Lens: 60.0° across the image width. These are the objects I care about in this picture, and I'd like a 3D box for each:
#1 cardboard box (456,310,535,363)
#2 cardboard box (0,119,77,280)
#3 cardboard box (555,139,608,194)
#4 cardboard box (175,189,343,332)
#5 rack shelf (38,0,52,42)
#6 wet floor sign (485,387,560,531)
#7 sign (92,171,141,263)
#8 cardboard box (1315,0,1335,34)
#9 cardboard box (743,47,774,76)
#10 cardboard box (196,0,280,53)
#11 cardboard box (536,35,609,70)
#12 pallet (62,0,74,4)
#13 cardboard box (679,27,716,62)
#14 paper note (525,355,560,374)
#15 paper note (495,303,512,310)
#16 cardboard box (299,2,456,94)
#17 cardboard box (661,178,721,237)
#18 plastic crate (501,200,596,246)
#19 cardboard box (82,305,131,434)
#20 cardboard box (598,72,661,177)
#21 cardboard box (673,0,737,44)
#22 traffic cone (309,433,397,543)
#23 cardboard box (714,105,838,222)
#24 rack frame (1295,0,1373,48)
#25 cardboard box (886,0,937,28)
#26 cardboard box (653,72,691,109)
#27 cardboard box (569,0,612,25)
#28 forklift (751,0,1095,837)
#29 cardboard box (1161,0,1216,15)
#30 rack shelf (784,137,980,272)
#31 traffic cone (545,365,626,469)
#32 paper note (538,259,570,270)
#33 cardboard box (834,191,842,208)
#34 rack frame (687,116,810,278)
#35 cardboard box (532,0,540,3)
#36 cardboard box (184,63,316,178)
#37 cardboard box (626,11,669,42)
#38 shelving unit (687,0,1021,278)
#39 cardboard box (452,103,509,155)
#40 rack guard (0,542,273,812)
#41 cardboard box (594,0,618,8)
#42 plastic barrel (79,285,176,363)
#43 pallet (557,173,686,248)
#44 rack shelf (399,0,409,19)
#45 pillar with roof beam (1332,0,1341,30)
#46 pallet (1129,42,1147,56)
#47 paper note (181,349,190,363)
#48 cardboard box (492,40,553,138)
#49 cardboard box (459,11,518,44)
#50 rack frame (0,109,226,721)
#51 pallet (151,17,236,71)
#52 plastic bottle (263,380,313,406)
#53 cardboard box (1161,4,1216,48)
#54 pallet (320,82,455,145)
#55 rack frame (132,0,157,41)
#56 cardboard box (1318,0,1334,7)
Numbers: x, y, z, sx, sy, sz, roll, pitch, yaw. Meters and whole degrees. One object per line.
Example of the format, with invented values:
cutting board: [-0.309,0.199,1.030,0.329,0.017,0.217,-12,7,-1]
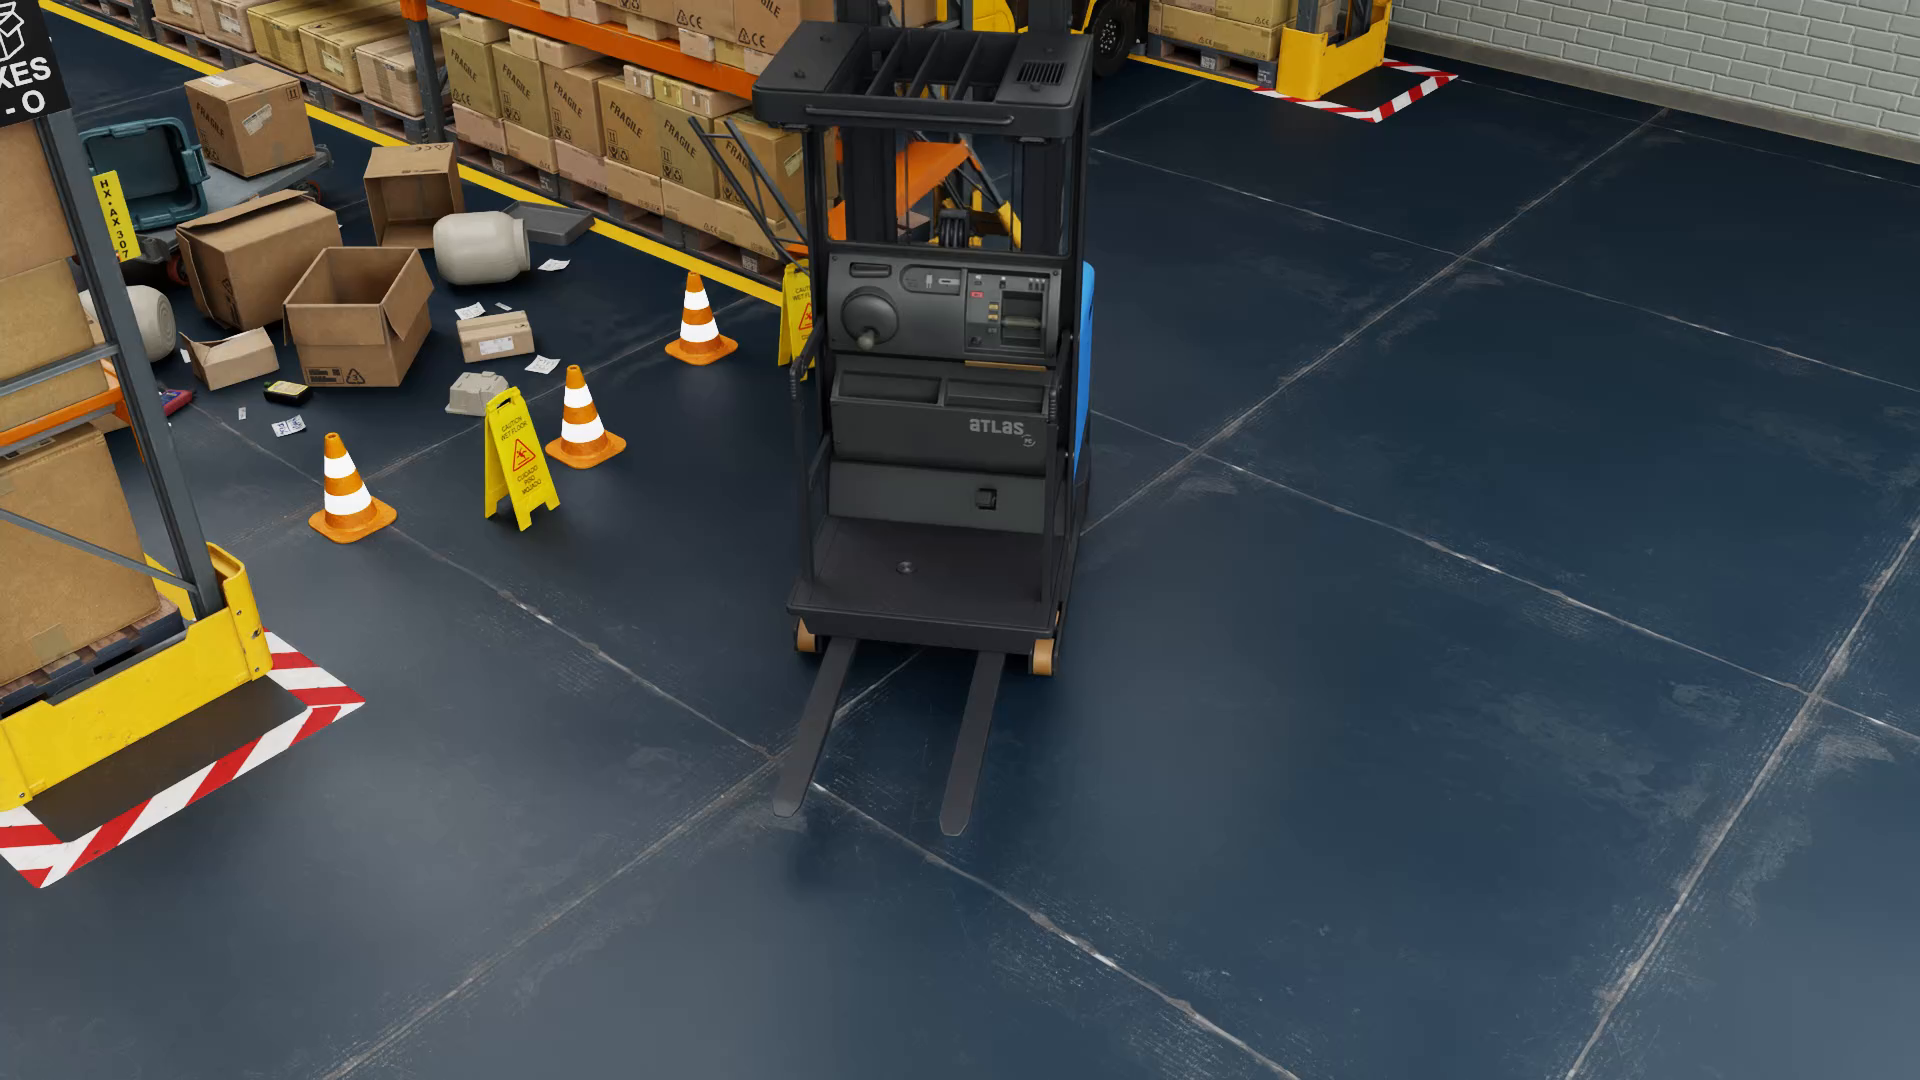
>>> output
cardboard box: [-2.590,-1.134,9.270,0.380,0.149,0.250,-12,36,-17]
cardboard box: [-3.640,-1.182,5.735,0.550,0.550,0.875,25,42,32]
cardboard box: [-2.257,-2.491,10.786,0.500,0.250,0.500,25,41,31]
cardboard box: [-3.984,-1.610,9.531,0.503,0.637,0.797,25,42,32]
rack shelf: [-4.917,-2.188,6.272,4.000,0.370,1.077,25,42,32]
wet floor sign: [-2.091,-0.404,7.768,0.232,0.644,0.267,18,38,24]
sign: [-3.020,-1.152,5.943,0.005,0.325,0.100,25,42,32]
cardboard box: [2.630,-4.177,13.241,0.500,0.250,0.500,25,42,32]
cardboard box: [-0.980,-2.696,9.248,0.250,0.149,0.380,25,42,31]
cardboard box: [-5.438,-4.228,13.208,0.625,0.372,0.950,24,41,31]
cardboard box: [-2.421,-3.094,10.429,0.250,0.149,0.380,28,43,34]
pallet: [-7.930,-5.222,15.168,1.213,0.211,1.003,25,42,32]
cardboard box: [-1.381,-2.878,9.513,0.250,0.149,0.380,26,42,33]
paper note: [-2.290,-0.966,9.130,0.142,0.019,0.148,12,36,16]
paper note: [-2.672,-1.366,9.730,0.123,0.001,0.032,25,42,32]
cardboard box: [-4.324,-3.700,12.439,0.625,0.372,0.950,28,43,34]
cardboard box: [-1.477,-2.120,10.245,0.500,0.250,0.500,25,42,32]
plastic crate: [-2.683,-2.034,10.640,0.583,0.080,0.402,12,36,16]
cardboard box: [-4.604,-0.827,8.511,0.500,0.500,0.500,-26,42,-32]
cardboard box: [-1.860,-2.613,10.300,0.500,0.500,0.500,24,41,31]
cardboard box: [-1.266,-3.138,9.318,0.500,0.500,0.500,25,42,32]
traffic cone: [-2.879,-0.288,7.760,0.334,0.463,0.336,25,42,32]
cardboard box: [-1.073,-2.239,9.756,0.500,0.500,0.500,26,42,32]
rack frame: [2.883,-4.875,12.198,0.127,3.000,1.000,25,42,32]
cardboard box: [-0.477,-3.170,9.365,0.500,0.500,0.500,25,41,31]
cardboard box: [-1.589,-2.703,9.858,0.250,0.149,0.380,26,42,33]
cardboard box: [-2.139,-3.259,10.067,0.250,0.149,0.380,25,42,32]
forklift: [-0.097,-0.860,6.413,1.130,2.935,3.031,5,35,7]
cardboard box: [1.930,-4.347,13.046,0.500,0.250,0.500,25,42,31]
rack shelf: [-0.420,-1.737,8.736,1.000,0.185,0.538,-43,31,-15]
traffic cone: [-1.895,-0.656,8.297,0.334,0.463,0.336,25,42,32]
paper note: [-2.485,-1.688,10.181,0.148,0.019,0.142,12,36,16]
cardboard box: [-0.733,-2.166,10.312,0.500,0.250,0.500,25,42,31]
rack frame: [-0.865,-1.528,8.515,0.032,1.500,0.500,-43,31,-15]
cardboard box: [-2.484,-3.466,10.369,0.250,0.149,0.380,25,42,32]
cardboard box: [-4.480,-2.659,10.511,0.500,0.500,0.500,25,42,32]
cardboard box: [-1.742,-3.085,9.815,0.250,0.149,0.380,25,42,31]
shelving unit: [-0.515,-1.859,8.645,1.083,1.500,0.587,-43,31,-15]
cardboard box: [-3.084,-2.871,11.339,0.500,0.250,0.500,23,41,30]
rack guard: [-3.361,0.516,6.557,0.348,0.500,1.175,25,42,32]
cardboard box: [-2.025,-3.512,9.863,0.500,0.500,0.500,26,42,32]
plastic barrel: [-4.601,-1.167,9.075,0.512,0.421,0.421,-6,35,-8]
pallet: [-1.884,-2.343,10.976,1.213,0.211,1.003,25,42,32]
rack shelf: [-4.901,-4.590,12.420,4.000,0.370,1.077,25,42,32]
pillar with roof beam: [0.170,-6.119,8.711,0.400,9.000,9.100,25,42,32]
pallet: [1.335,-4.426,14.008,1.213,0.211,1.003,25,42,32]
paper note: [-4.239,-1.049,9.258,0.172,0.023,0.155,-18,38,-25]
cardboard box: [-2.665,-2.991,10.852,0.500,0.500,0.500,27,43,34]
cardboard box: [-3.026,-3.376,10.839,0.250,0.149,0.380,26,42,32]
rack frame: [-3.380,-0.523,5.863,0.127,3.000,1.000,25,42,32]
pallet: [-5.839,-4.178,13.647,1.213,0.211,1.003,25,42,32]
plastic bottle: [-3.598,-0.786,8.841,0.283,0.061,0.133,12,36,16]
cardboard box: [1.943,-4.131,13.174,0.500,0.250,0.500,25,42,32]
pallet: [-3.964,-3.294,12.361,1.213,0.211,1.003,25,42,32]
rack frame: [-6.439,-5.611,13.271,0.127,3.000,1.000,25,42,32]
cardboard box: [2.654,-4.381,13.096,0.500,0.250,0.500,26,42,33]
